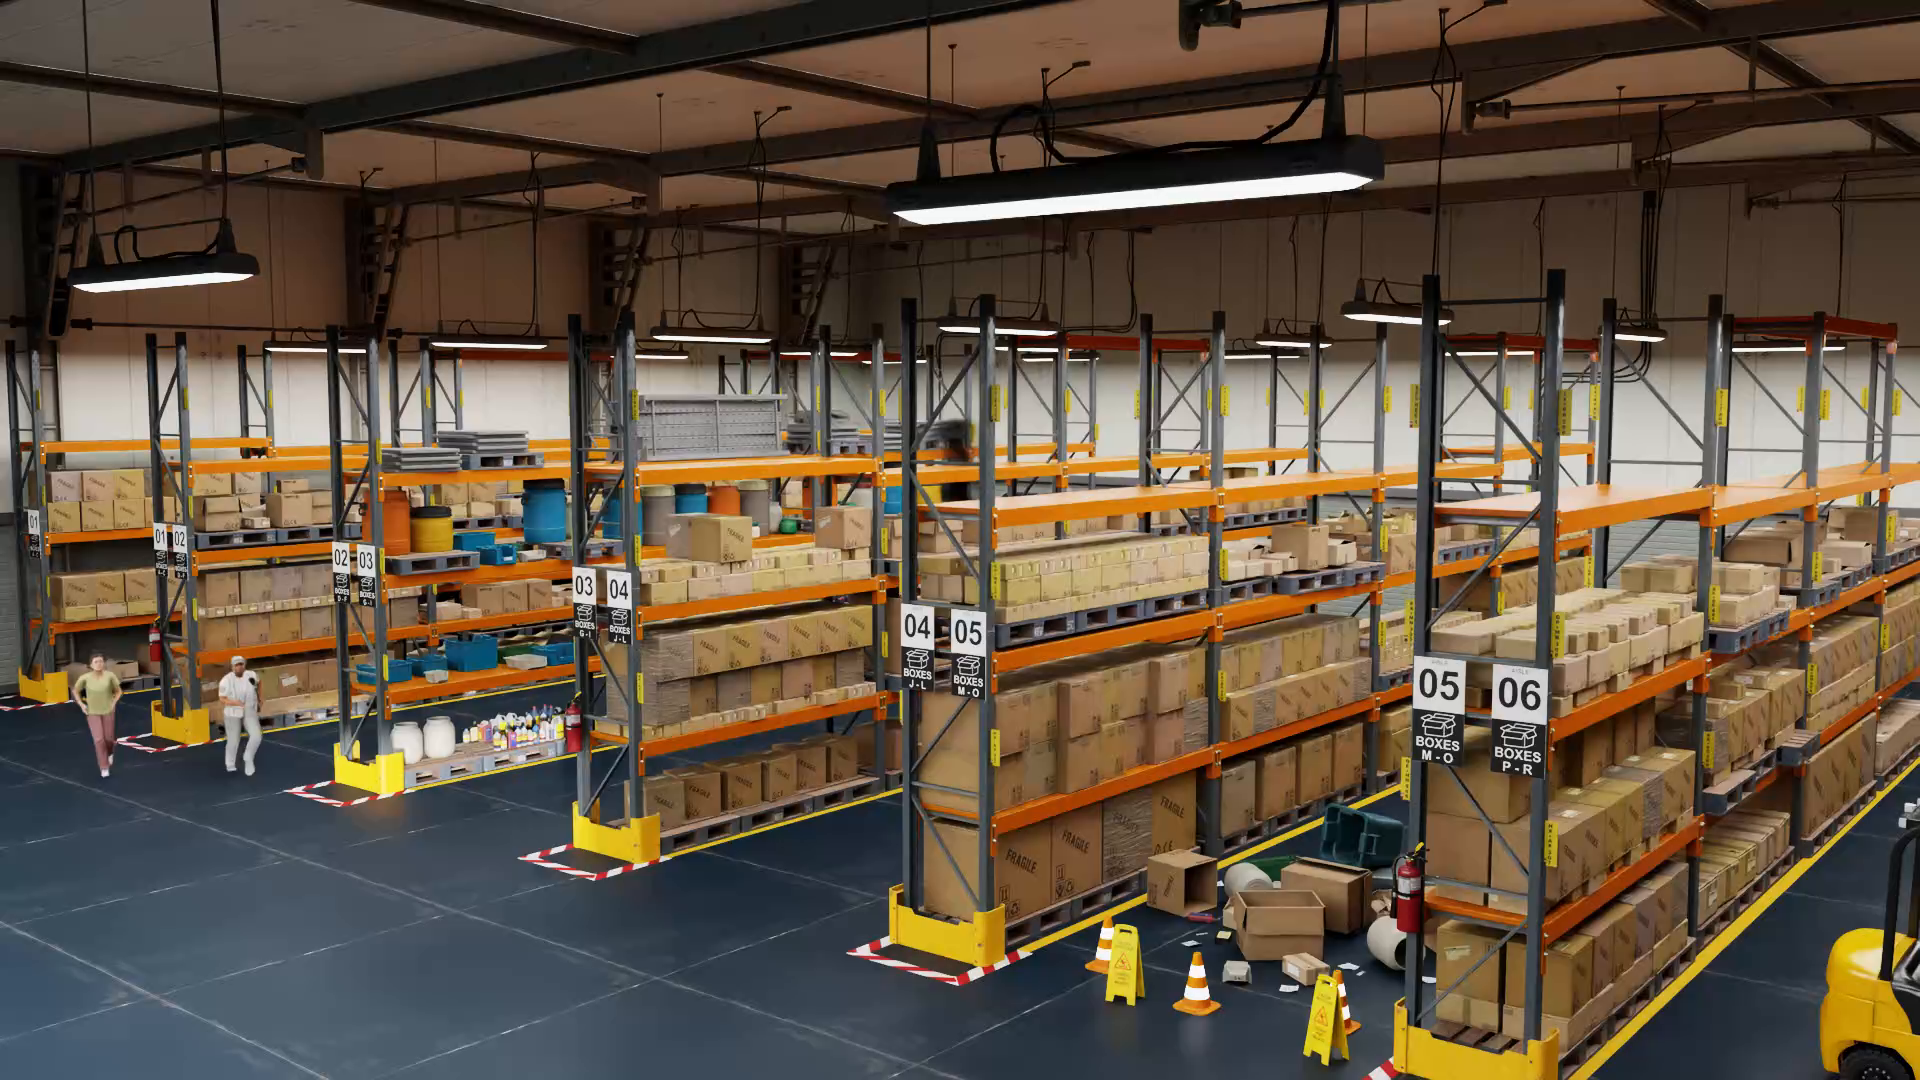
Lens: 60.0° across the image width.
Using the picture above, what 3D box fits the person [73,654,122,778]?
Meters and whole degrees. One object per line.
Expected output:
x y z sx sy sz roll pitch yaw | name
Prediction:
-11.605 2.335 22.401 0.592 1.645 0.699 -3 6 -28 | person

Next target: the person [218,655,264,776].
-9.593 2.342 22.242 0.616 1.637 0.818 -4 6 -35 | person
